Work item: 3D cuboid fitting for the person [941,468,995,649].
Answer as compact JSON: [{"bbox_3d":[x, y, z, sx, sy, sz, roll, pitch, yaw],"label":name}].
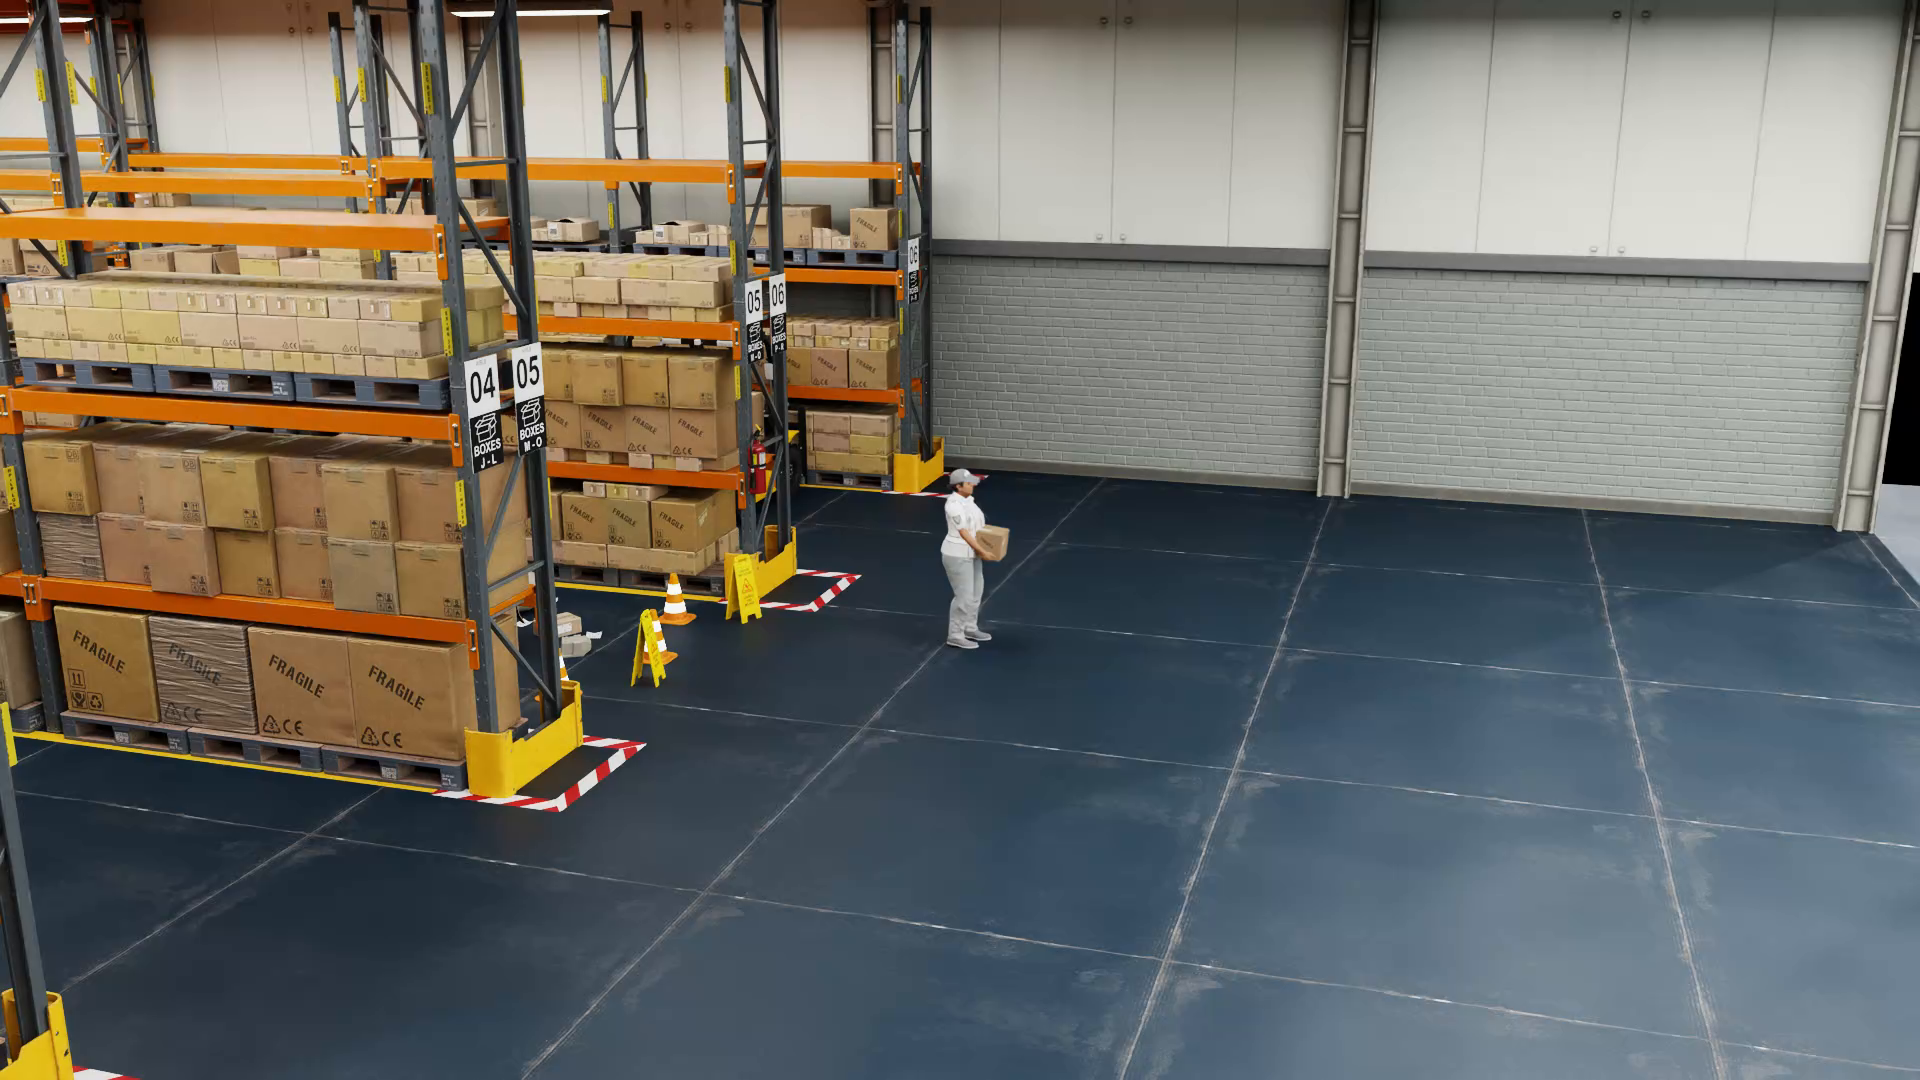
[{"bbox_3d":[0.107,0.159,15.381,0.544,1.662,0.452,5,16,16],"label":"person"}]
